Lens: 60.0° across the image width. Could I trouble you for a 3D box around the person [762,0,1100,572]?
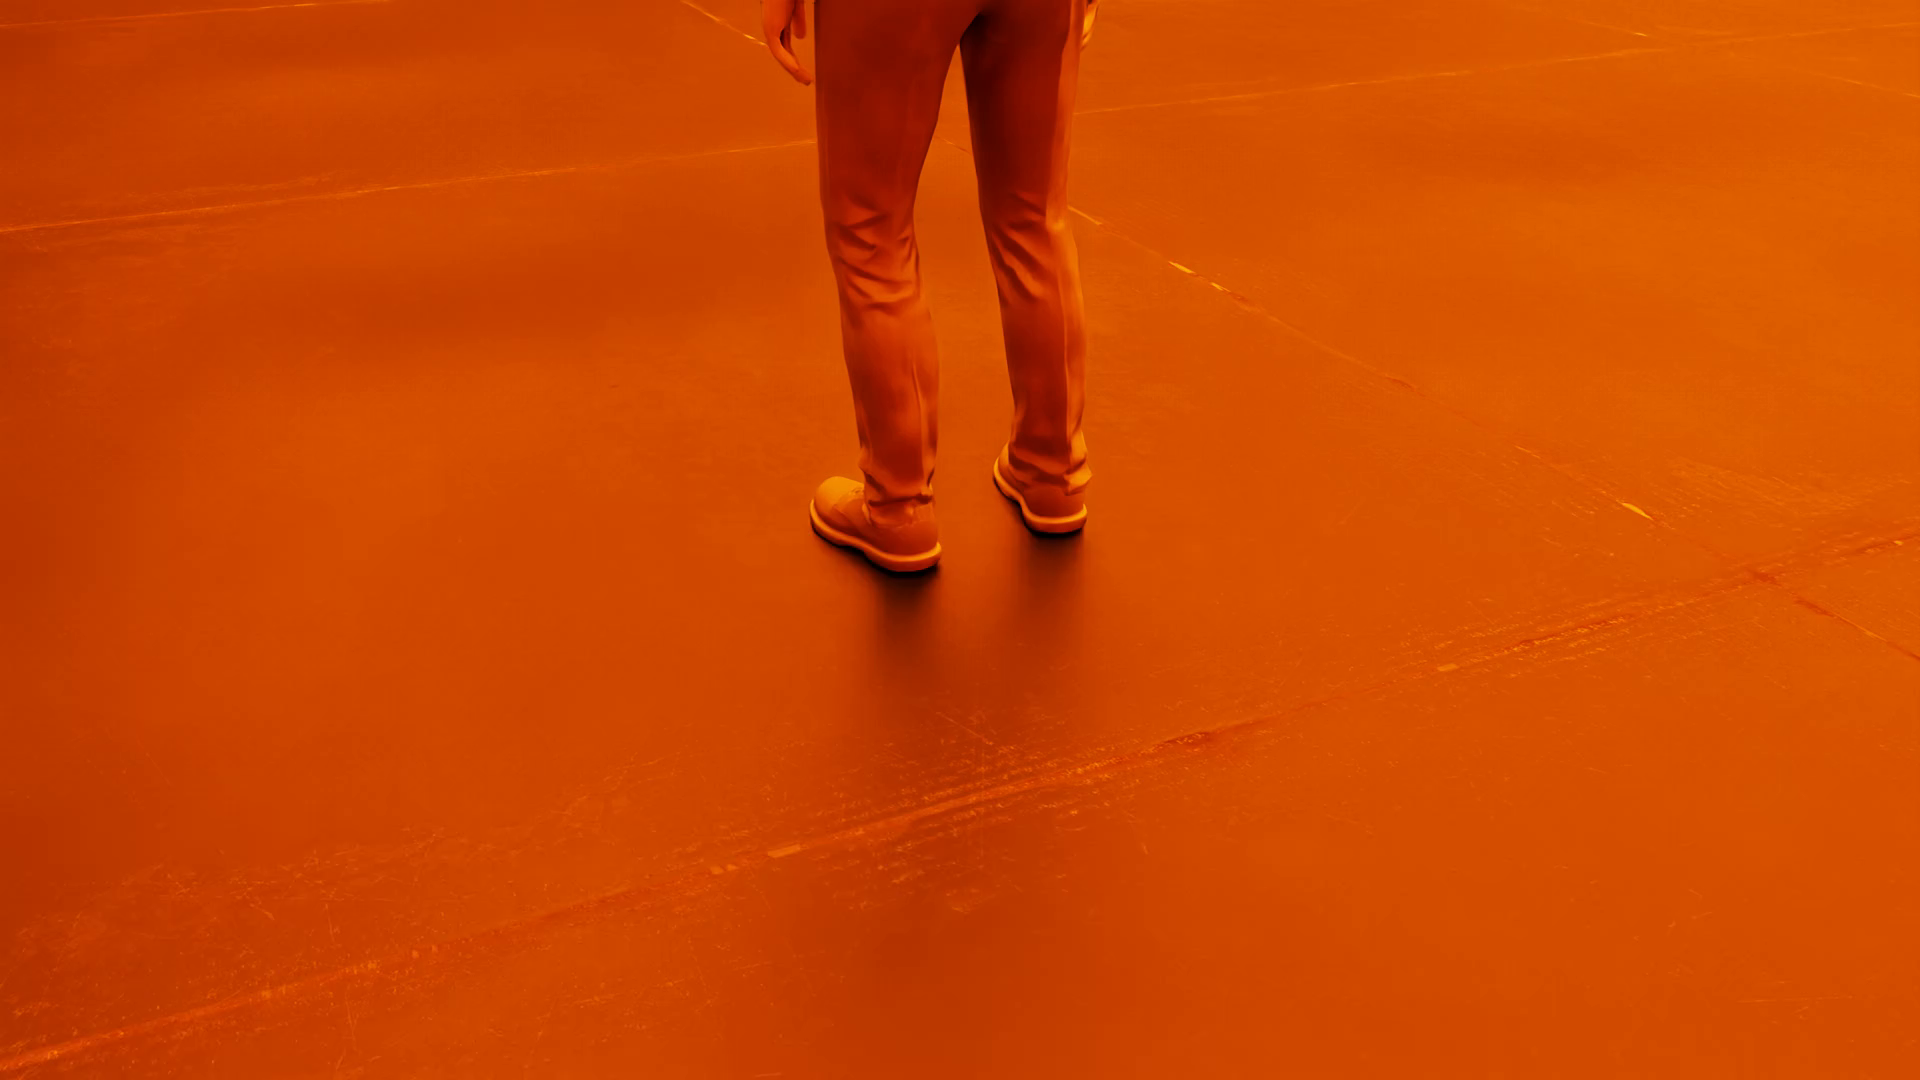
[{"bbox_3d":[-0.022,-0.749,2.141,0.529,1.663,0.372,-13,30,-24],"label":"person"}]
